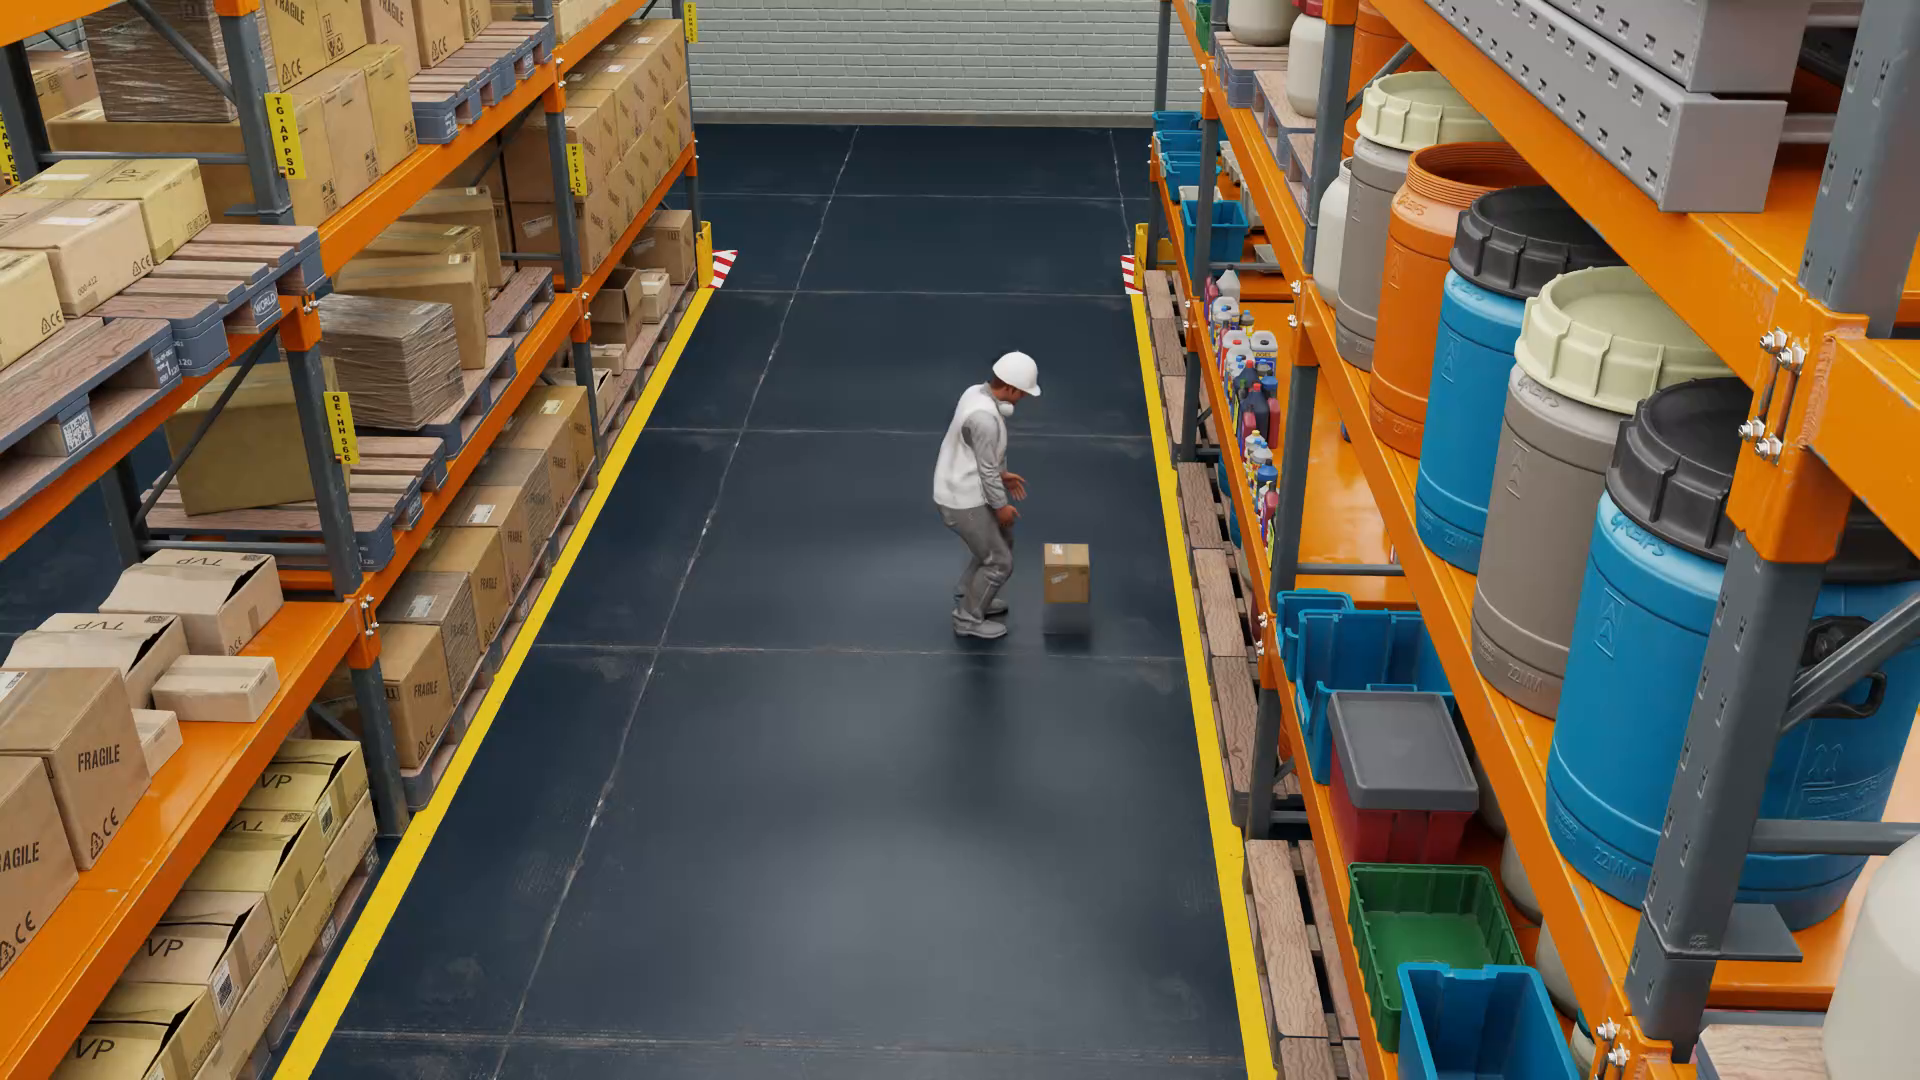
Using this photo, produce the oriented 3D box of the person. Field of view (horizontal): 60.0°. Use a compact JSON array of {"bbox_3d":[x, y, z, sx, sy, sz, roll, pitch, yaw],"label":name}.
[{"bbox_3d":[0.143,-0.272,9.255,0.581,1.647,0.577,1,28,3],"label":"person"}]
